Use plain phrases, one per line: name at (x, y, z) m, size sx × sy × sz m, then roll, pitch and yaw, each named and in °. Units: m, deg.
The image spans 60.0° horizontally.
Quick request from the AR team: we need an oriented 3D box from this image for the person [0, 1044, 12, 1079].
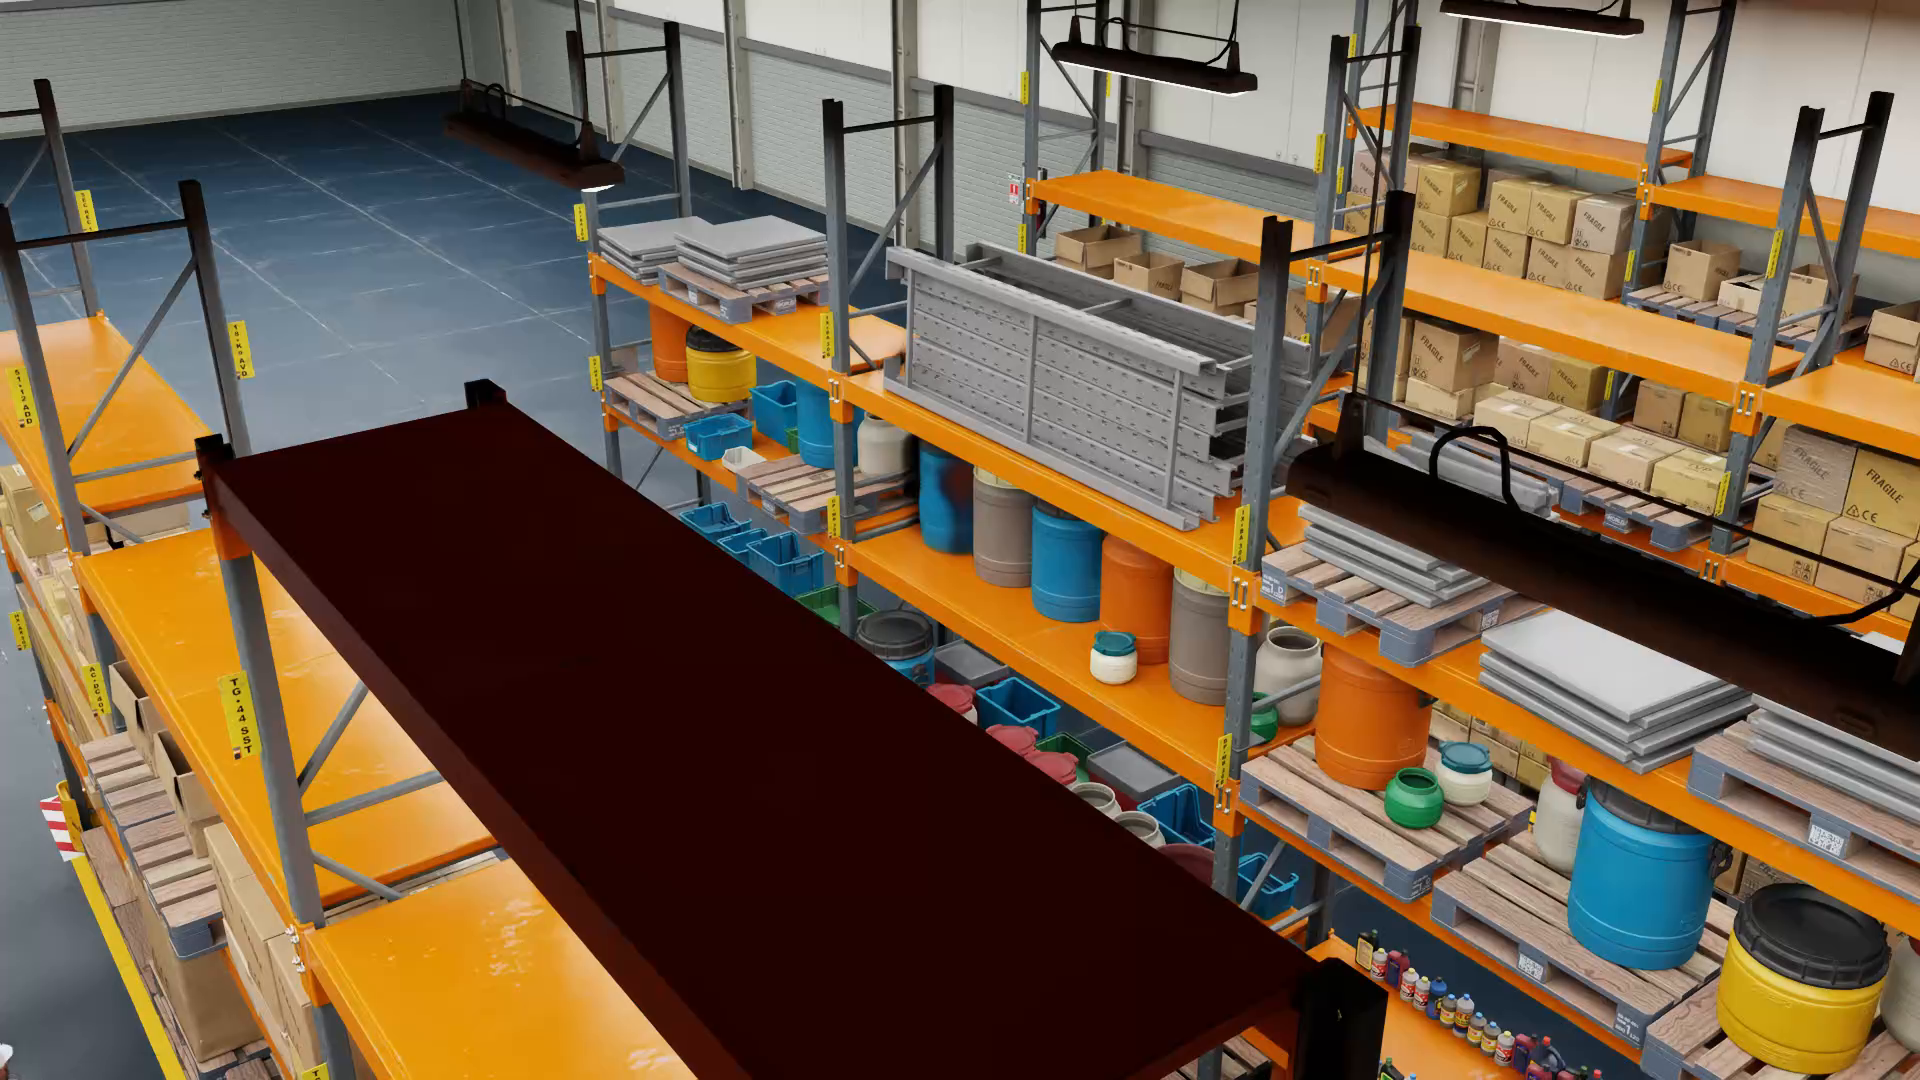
person at (-5.191, 3.490, 9.311) m, size 0.493 × 1.788 × 0.620 m, roll -12°, pitch 27°, yaw -24°
